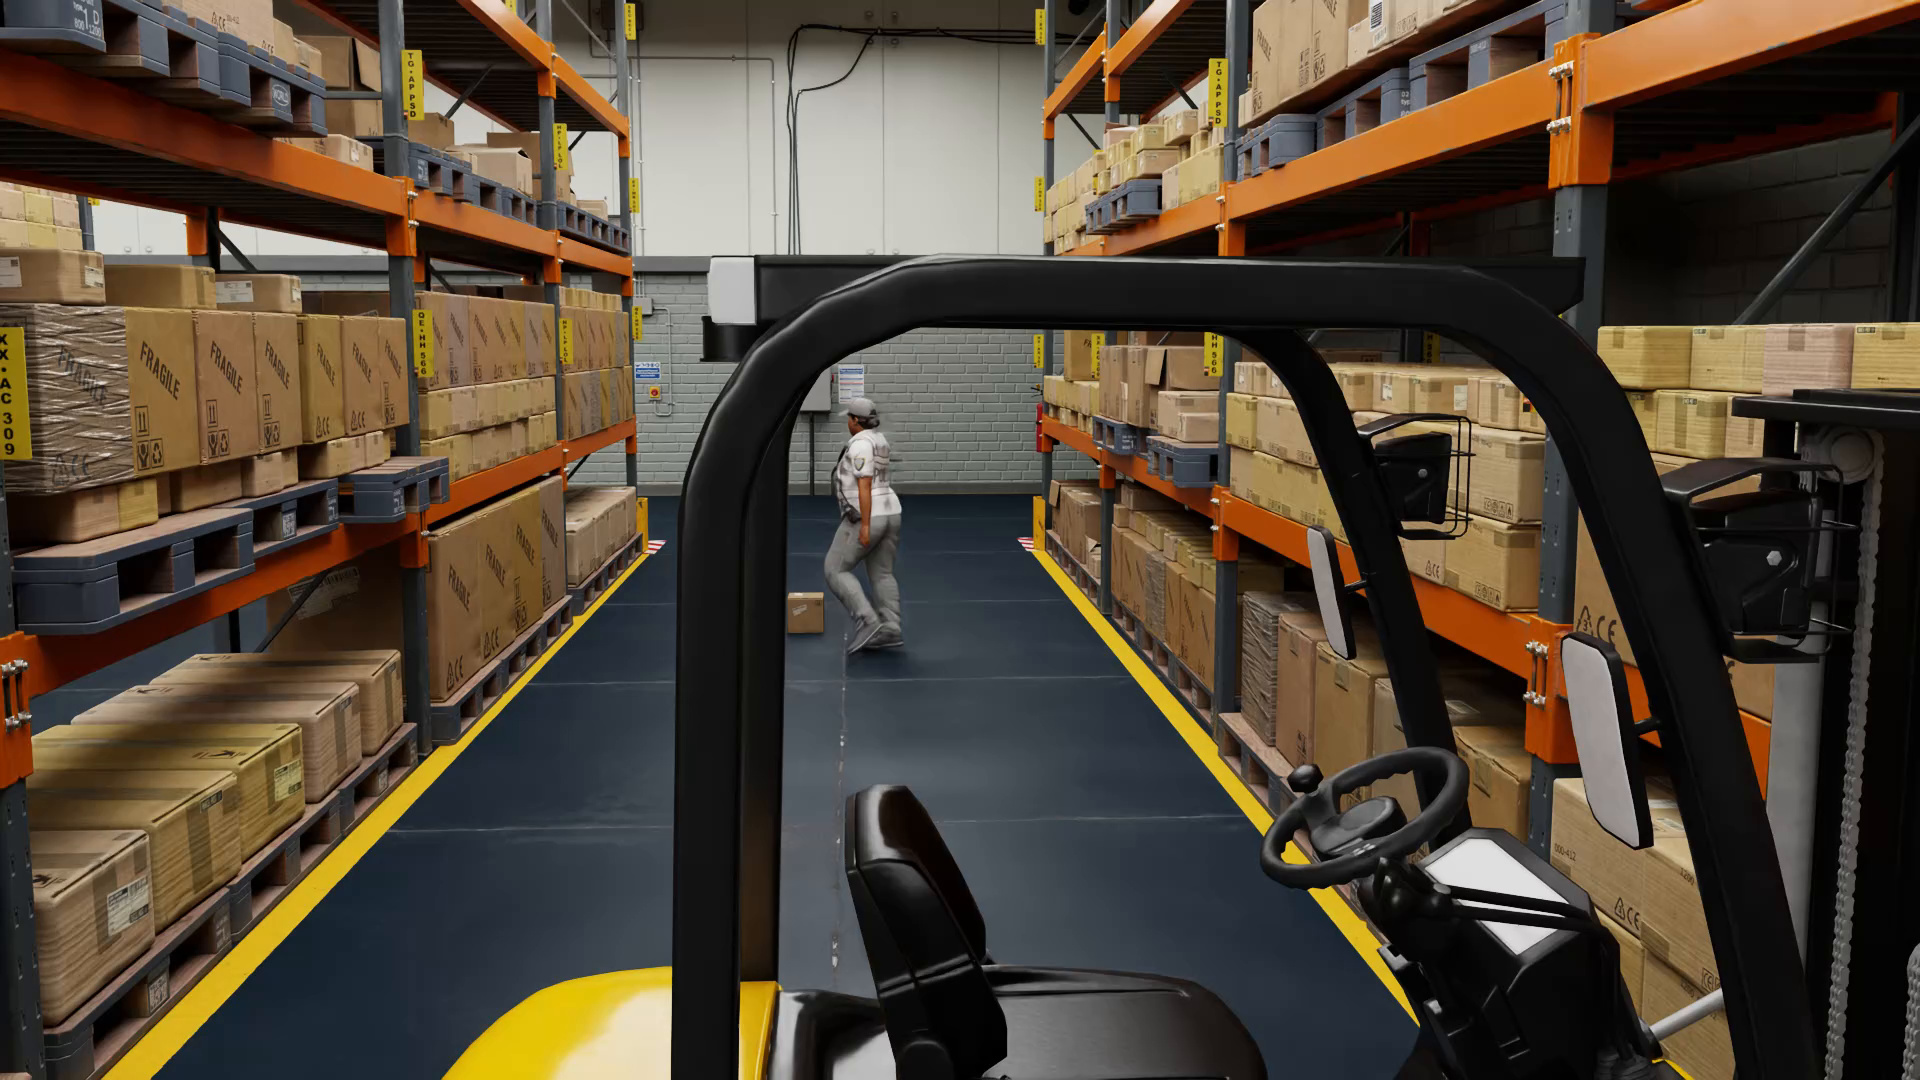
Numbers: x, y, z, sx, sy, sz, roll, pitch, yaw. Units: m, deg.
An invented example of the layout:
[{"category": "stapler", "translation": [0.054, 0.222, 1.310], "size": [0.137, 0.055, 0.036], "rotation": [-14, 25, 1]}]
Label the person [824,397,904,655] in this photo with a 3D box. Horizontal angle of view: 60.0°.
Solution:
[{"category": "person", "translation": [-0.611, -0.100, 10.948], "size": [0.469, 1.669, 0.542], "rotation": [3, 8, 22]}]
